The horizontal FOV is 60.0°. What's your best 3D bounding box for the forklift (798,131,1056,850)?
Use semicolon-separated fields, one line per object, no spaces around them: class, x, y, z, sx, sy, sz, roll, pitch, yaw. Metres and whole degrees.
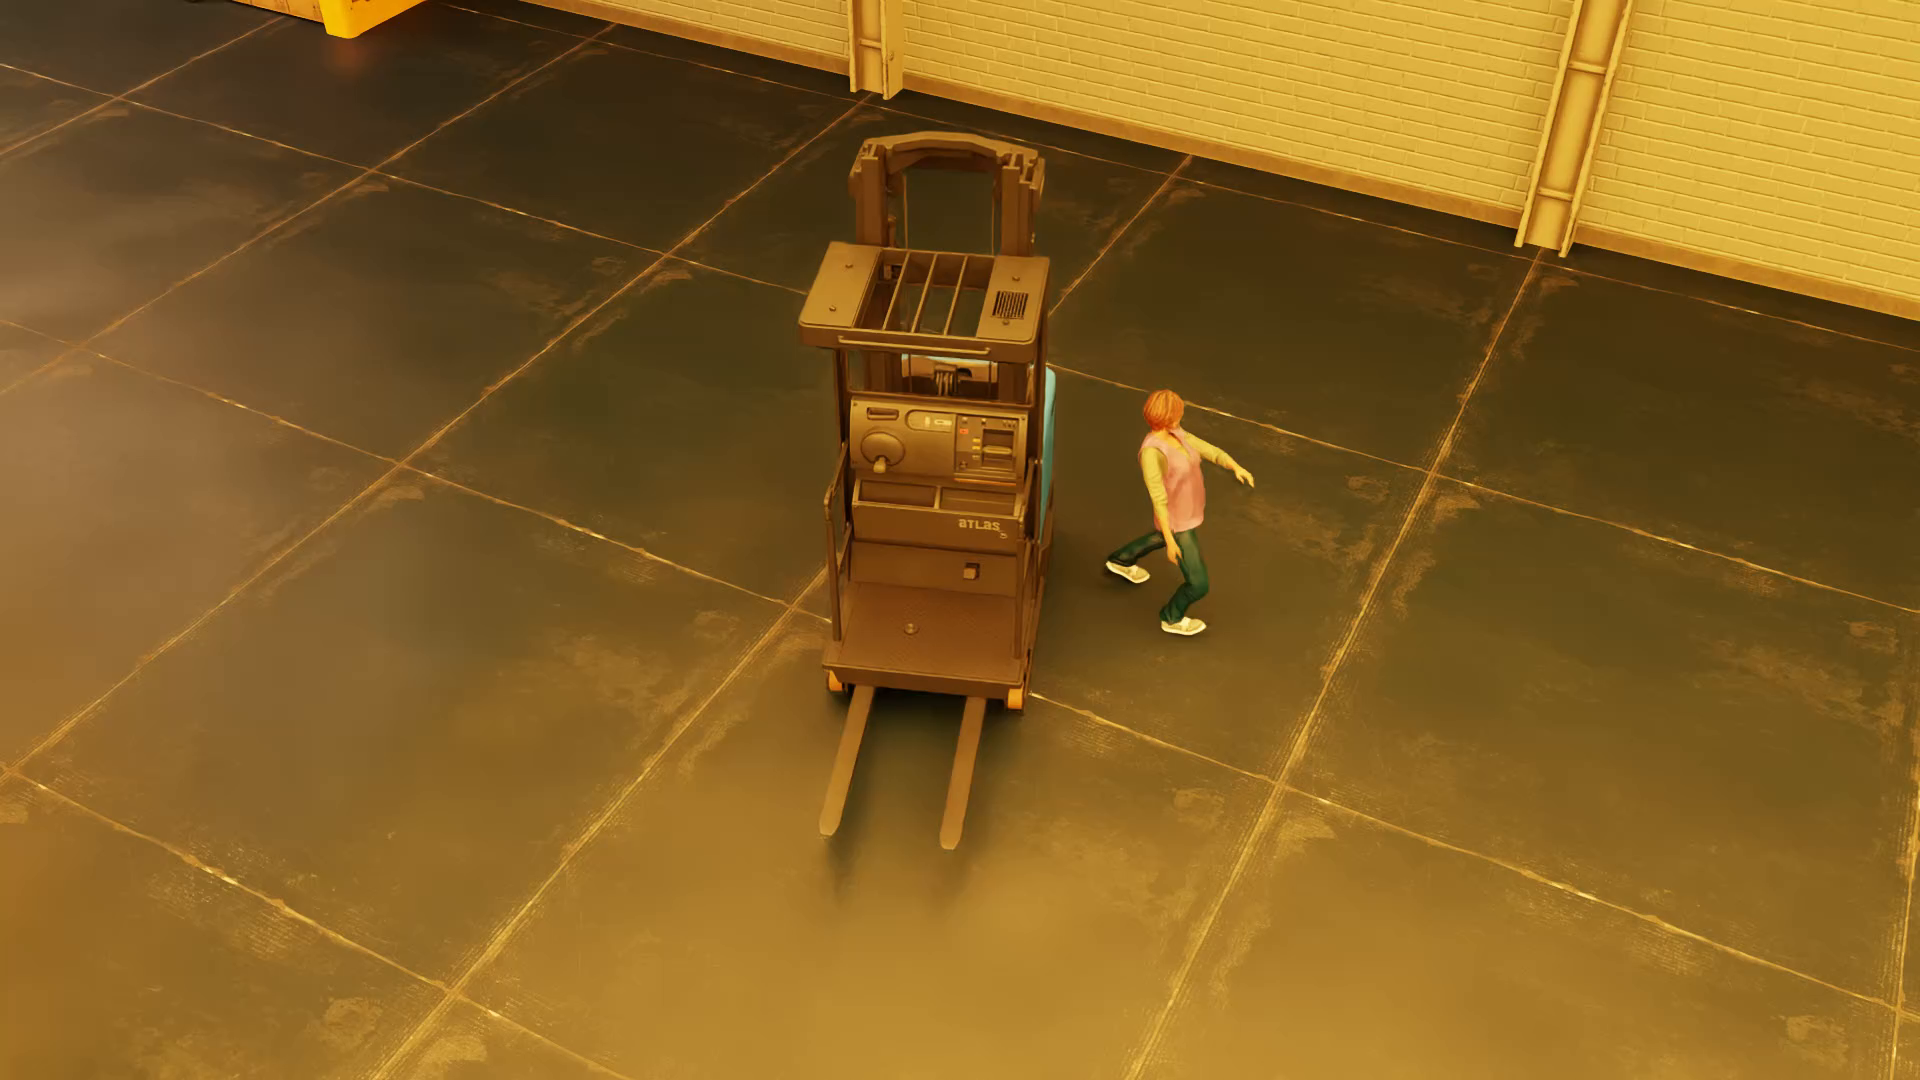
forklift;-0.142;-0.435;8.502;1.130;2.935;3.031;5;40;6

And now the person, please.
person;1.201;-0.100;9.242;0.790;1.431;0.729;8;41;9
